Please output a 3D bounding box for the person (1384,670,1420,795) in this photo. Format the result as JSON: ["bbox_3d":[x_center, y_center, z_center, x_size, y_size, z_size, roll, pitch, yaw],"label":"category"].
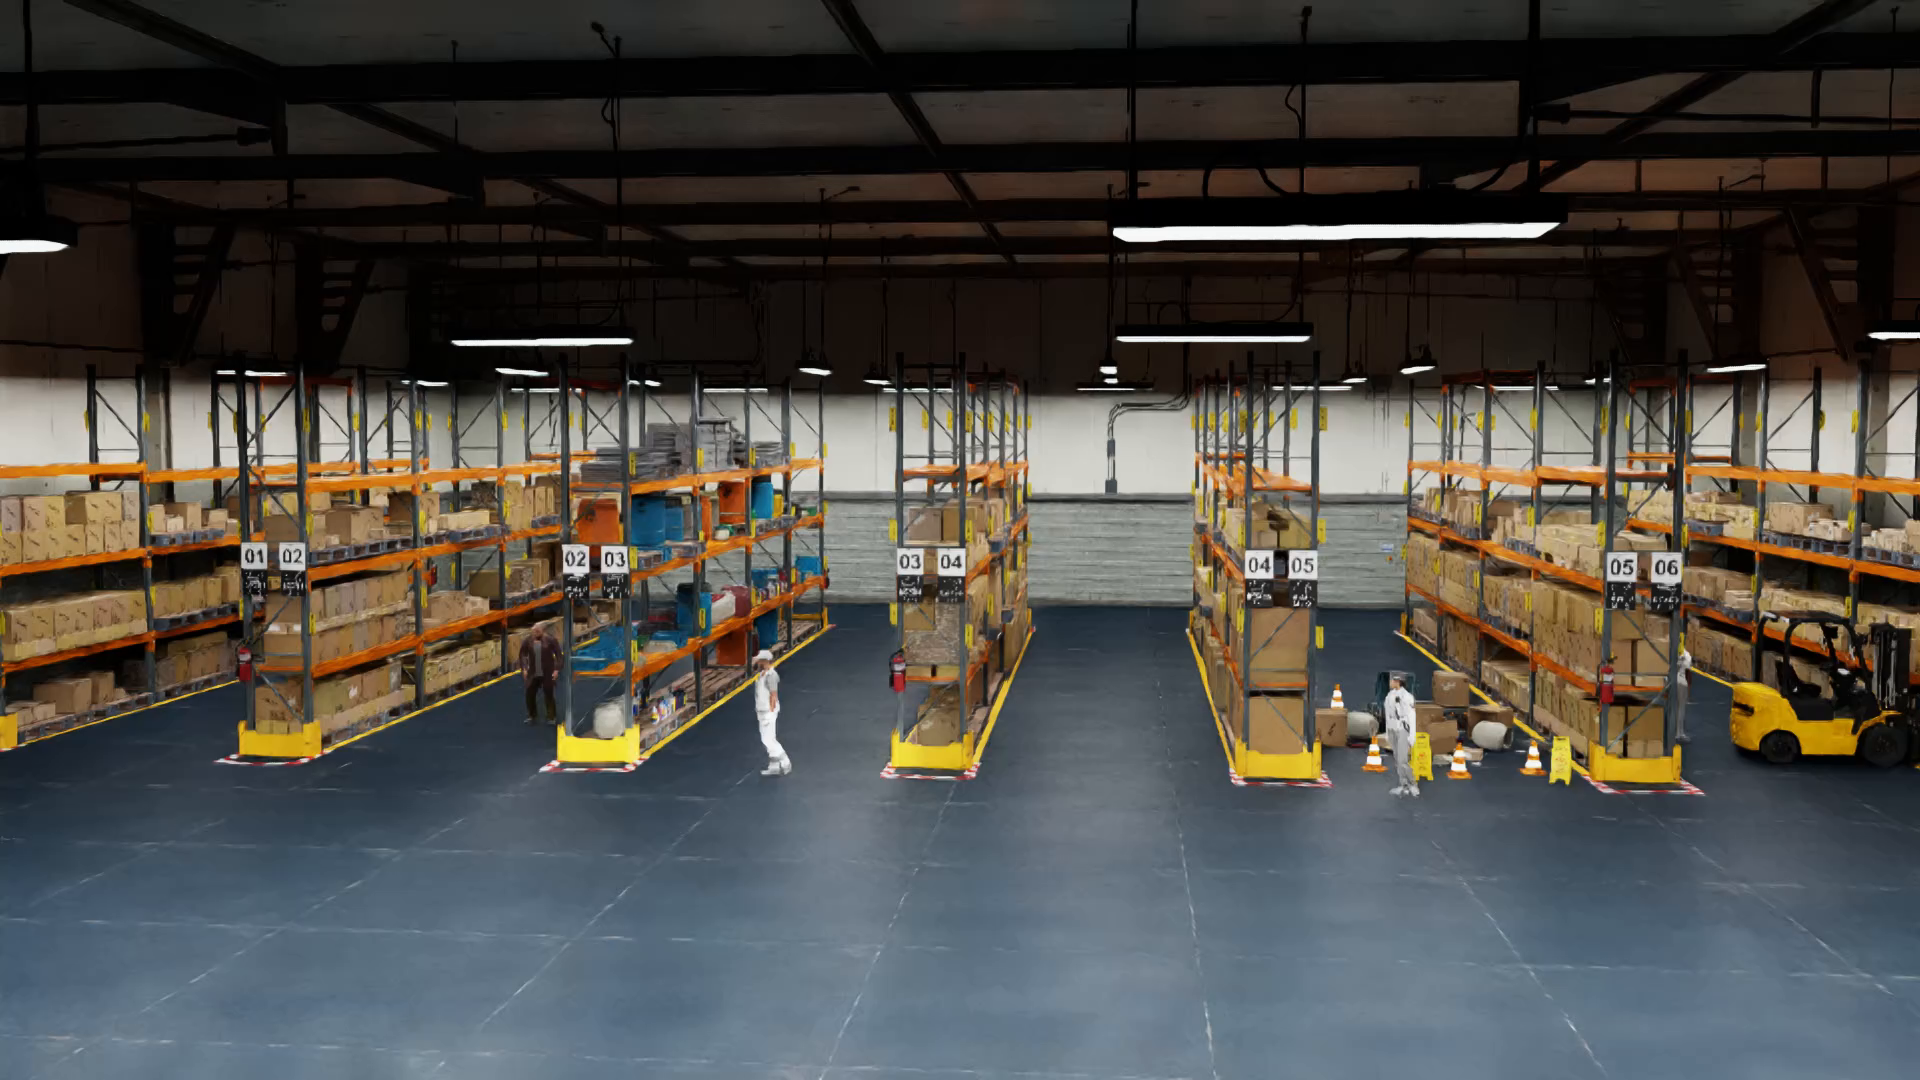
[{"bbox_3d":[5.916,2.577,22.288,0.385,1.668,0.583,-2,4,-25],"label":"person"}]

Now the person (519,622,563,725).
[{"bbox_3d":[-6.910,2.193,27.428,0.729,1.733,0.544,0,4,4],"label":"person"}]

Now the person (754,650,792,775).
[{"bbox_3d":[-2.646,2.436,23.450,0.447,1.780,0.697,-2,4,-24],"label":"person"}]

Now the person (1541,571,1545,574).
[{"bbox_3d":[12.515,1.548,35.999,0.580,1.763,0.673,3,5,34],"label":"person"}]

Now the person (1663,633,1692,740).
[{"bbox_3d":[11.349,2.290,26.256,0.421,1.677,0.494,-2,5,-26],"label":"person"}]
